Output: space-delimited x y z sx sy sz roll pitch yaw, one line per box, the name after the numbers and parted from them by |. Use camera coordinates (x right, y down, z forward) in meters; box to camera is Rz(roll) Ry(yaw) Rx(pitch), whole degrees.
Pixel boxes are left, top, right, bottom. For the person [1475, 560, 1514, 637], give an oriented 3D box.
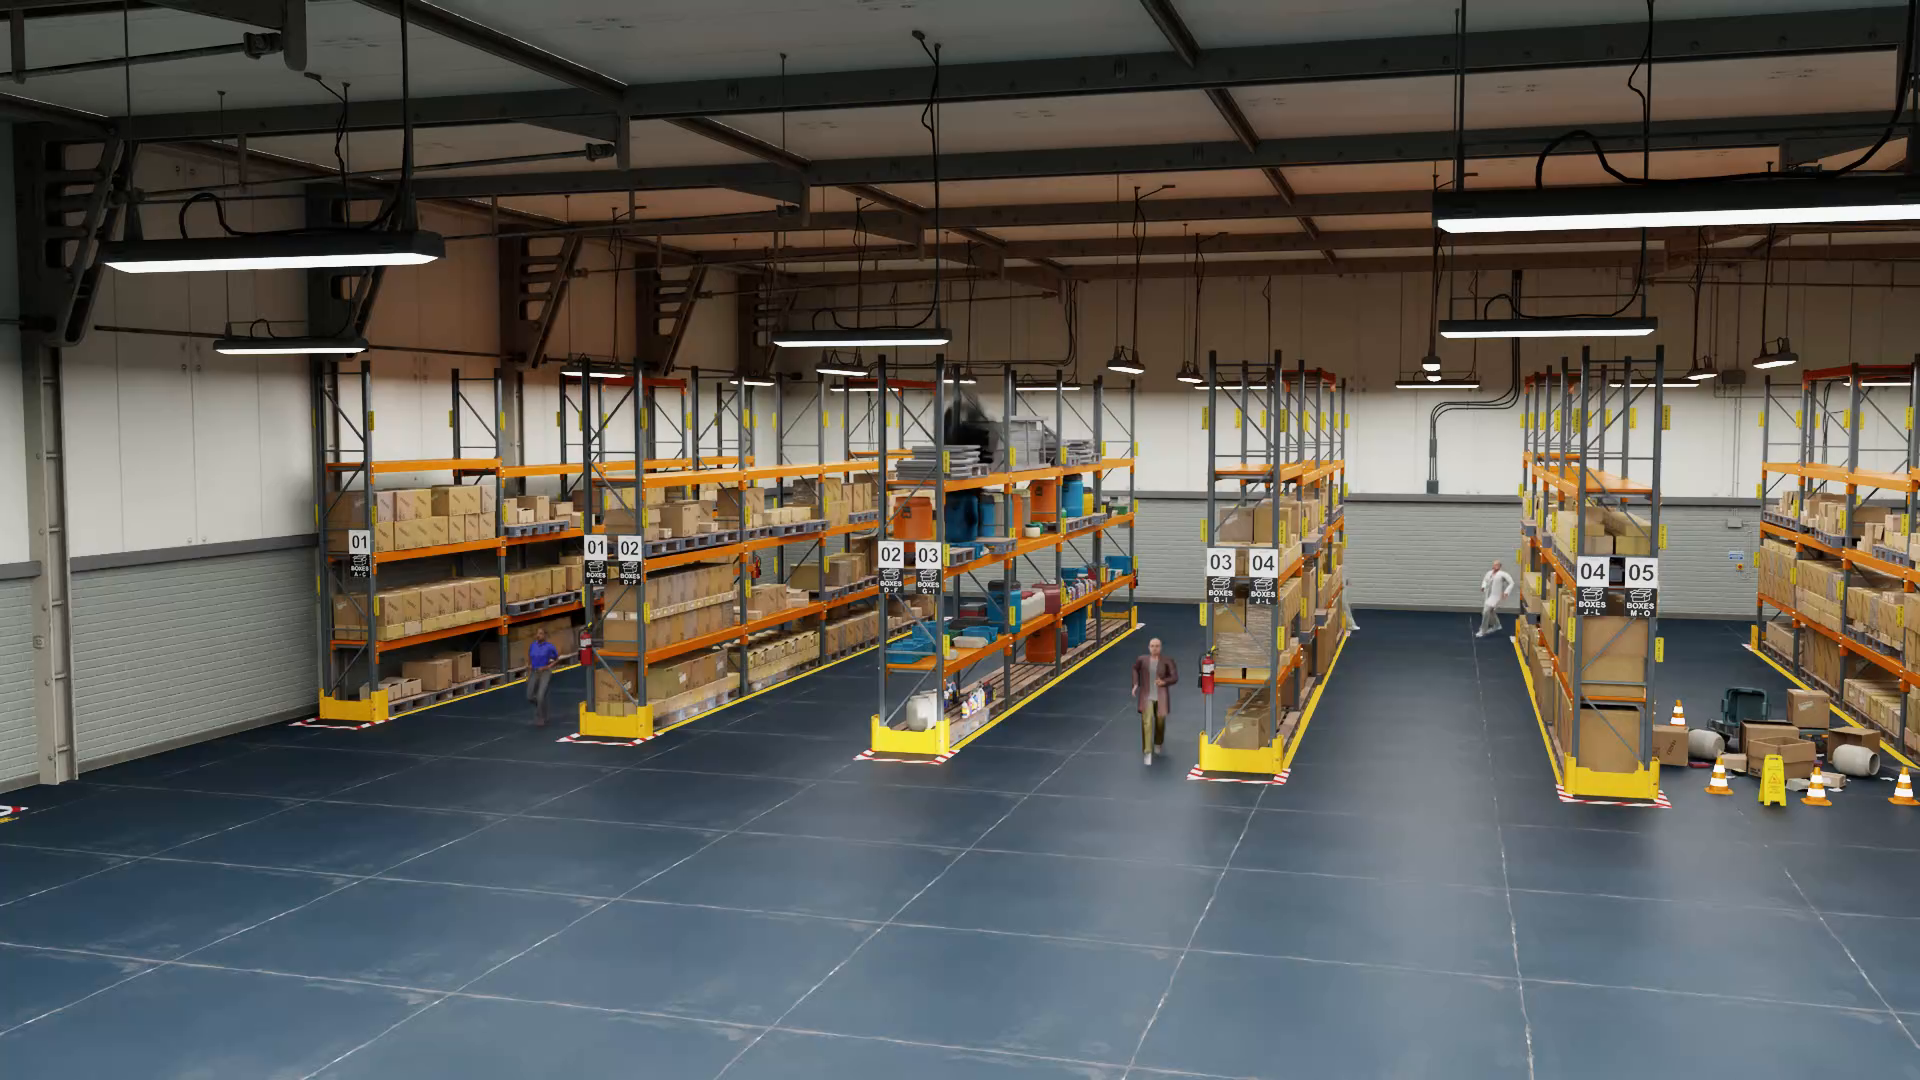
12.434 1.372 38.677 0.855 1.807 0.767 -2 4 -23 | person

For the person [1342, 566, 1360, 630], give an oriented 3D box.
9.179 1.324 39.952 0.989 1.620 0.583 3 5 37 | person

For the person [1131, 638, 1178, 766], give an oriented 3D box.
2.861 2.343 24.502 0.699 1.801 0.972 1 4 9 | person

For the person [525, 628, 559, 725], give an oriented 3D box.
-6.900 2.249 27.399 0.603 1.605 0.543 1 4 15 | person
